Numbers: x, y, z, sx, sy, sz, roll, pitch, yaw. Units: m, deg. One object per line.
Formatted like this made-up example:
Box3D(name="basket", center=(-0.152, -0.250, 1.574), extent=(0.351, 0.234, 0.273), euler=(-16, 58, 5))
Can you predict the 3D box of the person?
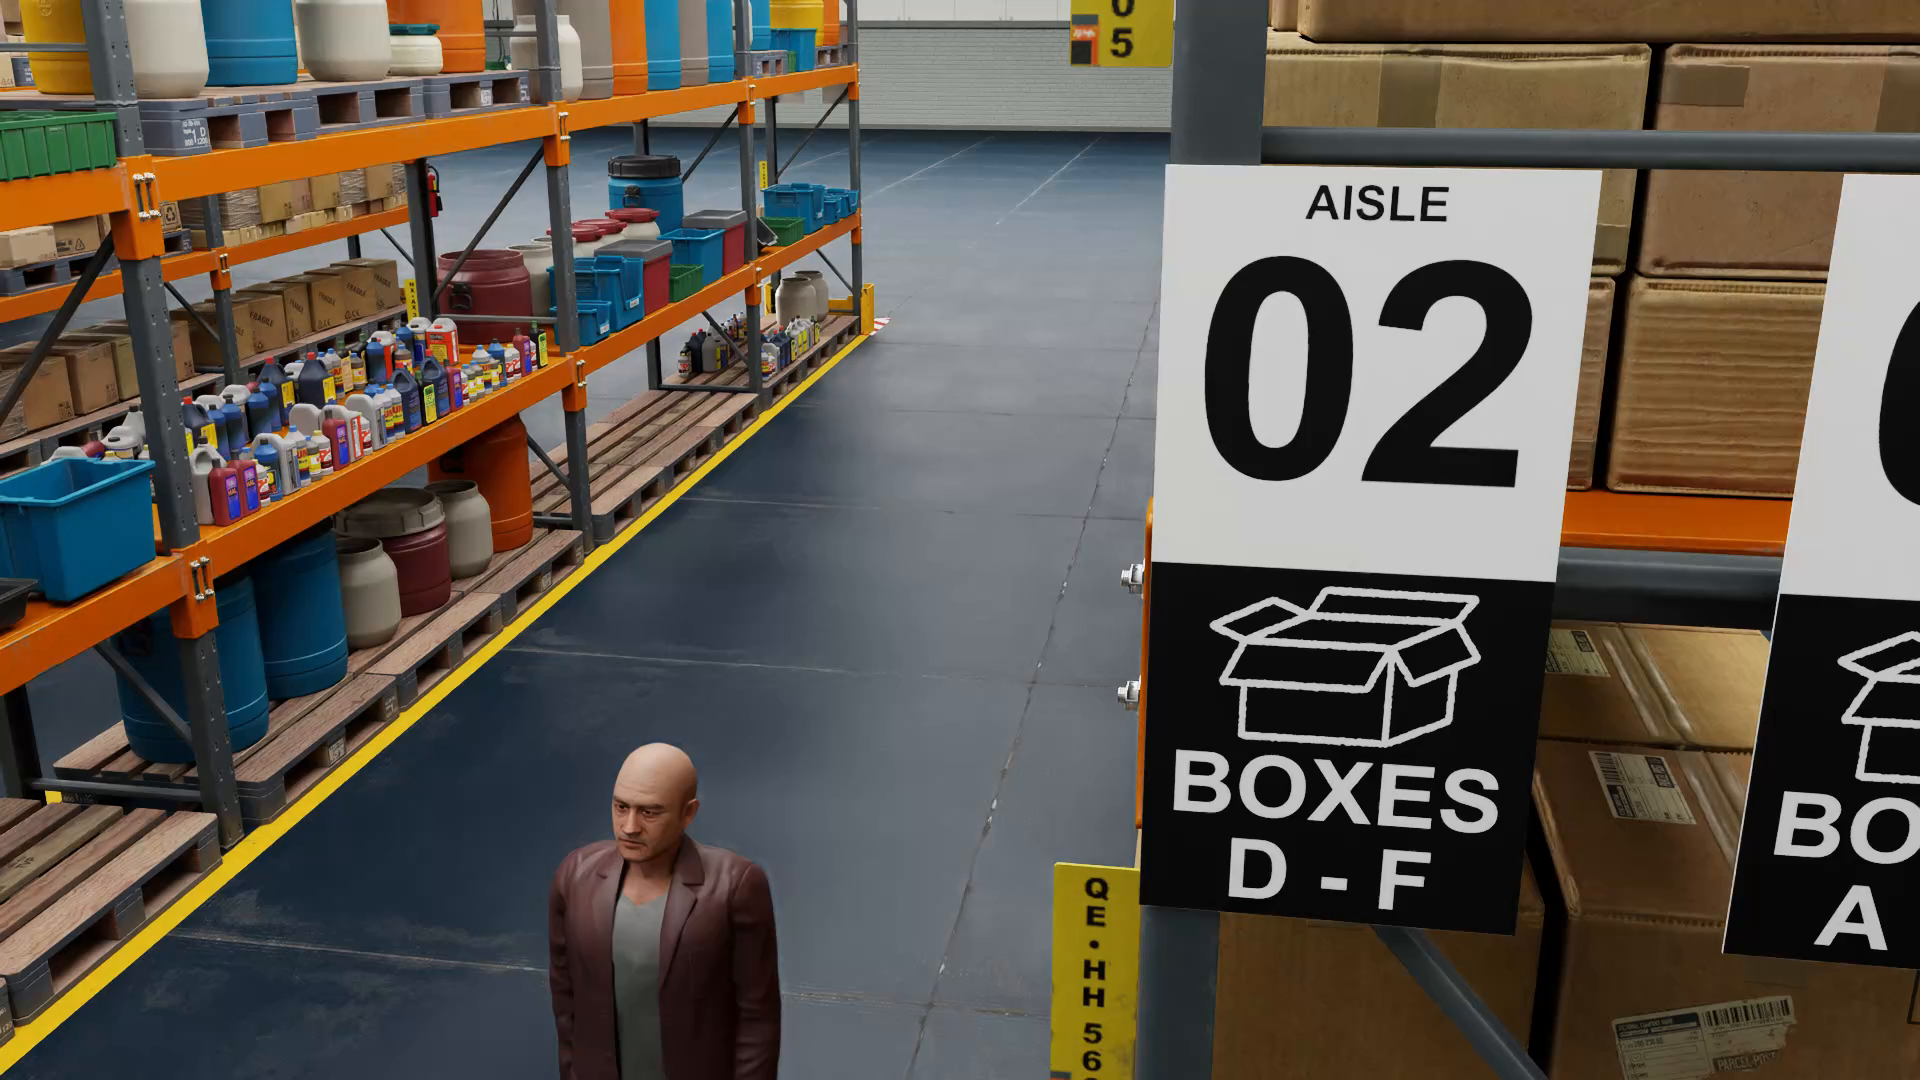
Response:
Box3D(name="person", center=(-0.692, 1.345, 3.819), extent=(0.567, 1.812, 0.482), euler=(2, 18, 5))
